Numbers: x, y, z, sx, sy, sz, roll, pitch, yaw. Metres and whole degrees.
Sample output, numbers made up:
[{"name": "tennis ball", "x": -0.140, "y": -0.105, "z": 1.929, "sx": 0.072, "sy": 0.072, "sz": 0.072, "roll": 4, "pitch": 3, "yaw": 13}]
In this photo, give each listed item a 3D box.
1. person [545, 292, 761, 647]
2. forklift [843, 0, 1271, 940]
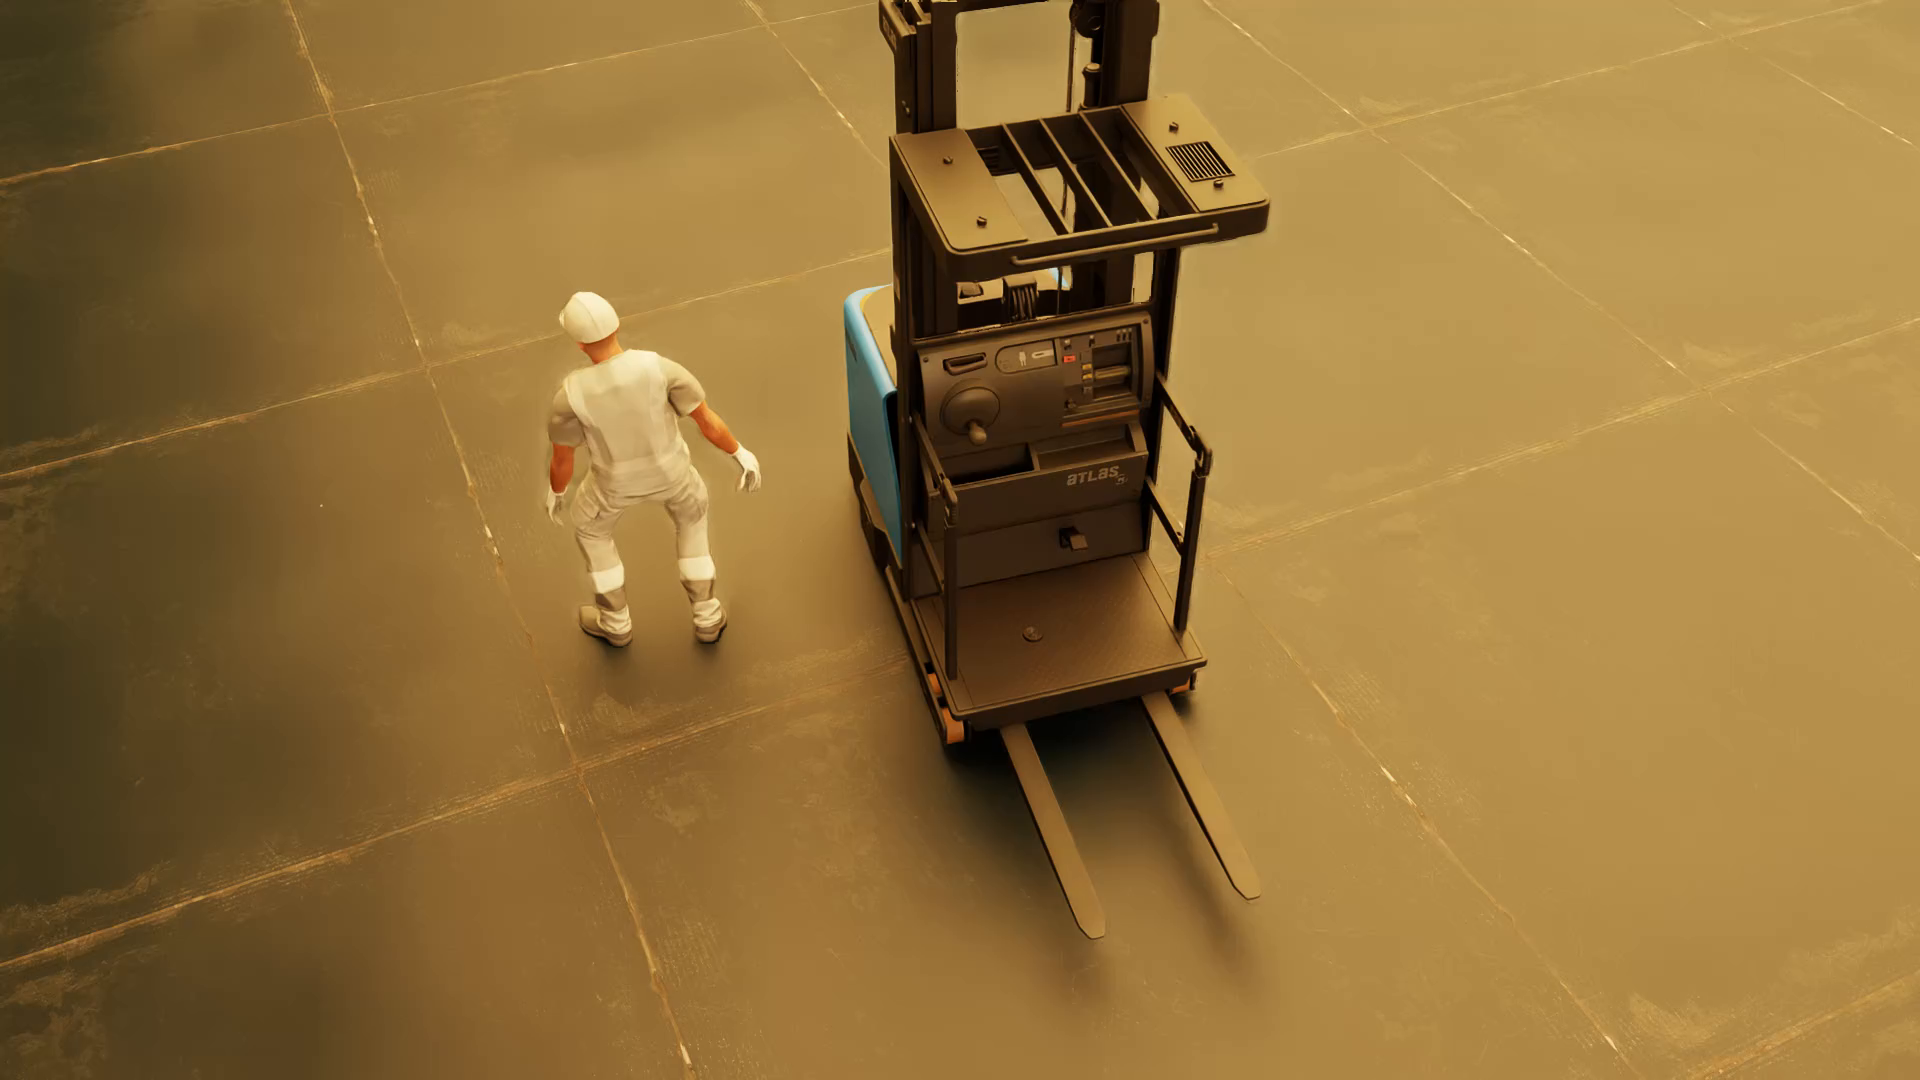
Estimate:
[{"name": "person", "x": -1.277, "y": -0.266, "z": 6.868, "sx": 0.894, "sy": 1.702, "sz": 0.493, "roll": -9, "pitch": 44, "yaw": -10}, {"name": "forklift", "x": 0.363, "y": -0.529, "z": 6.247, "sx": 1.130, "sy": 2.935, "sz": 3.031, "roll": -11, "pitch": 44, "yaw": -12}]
